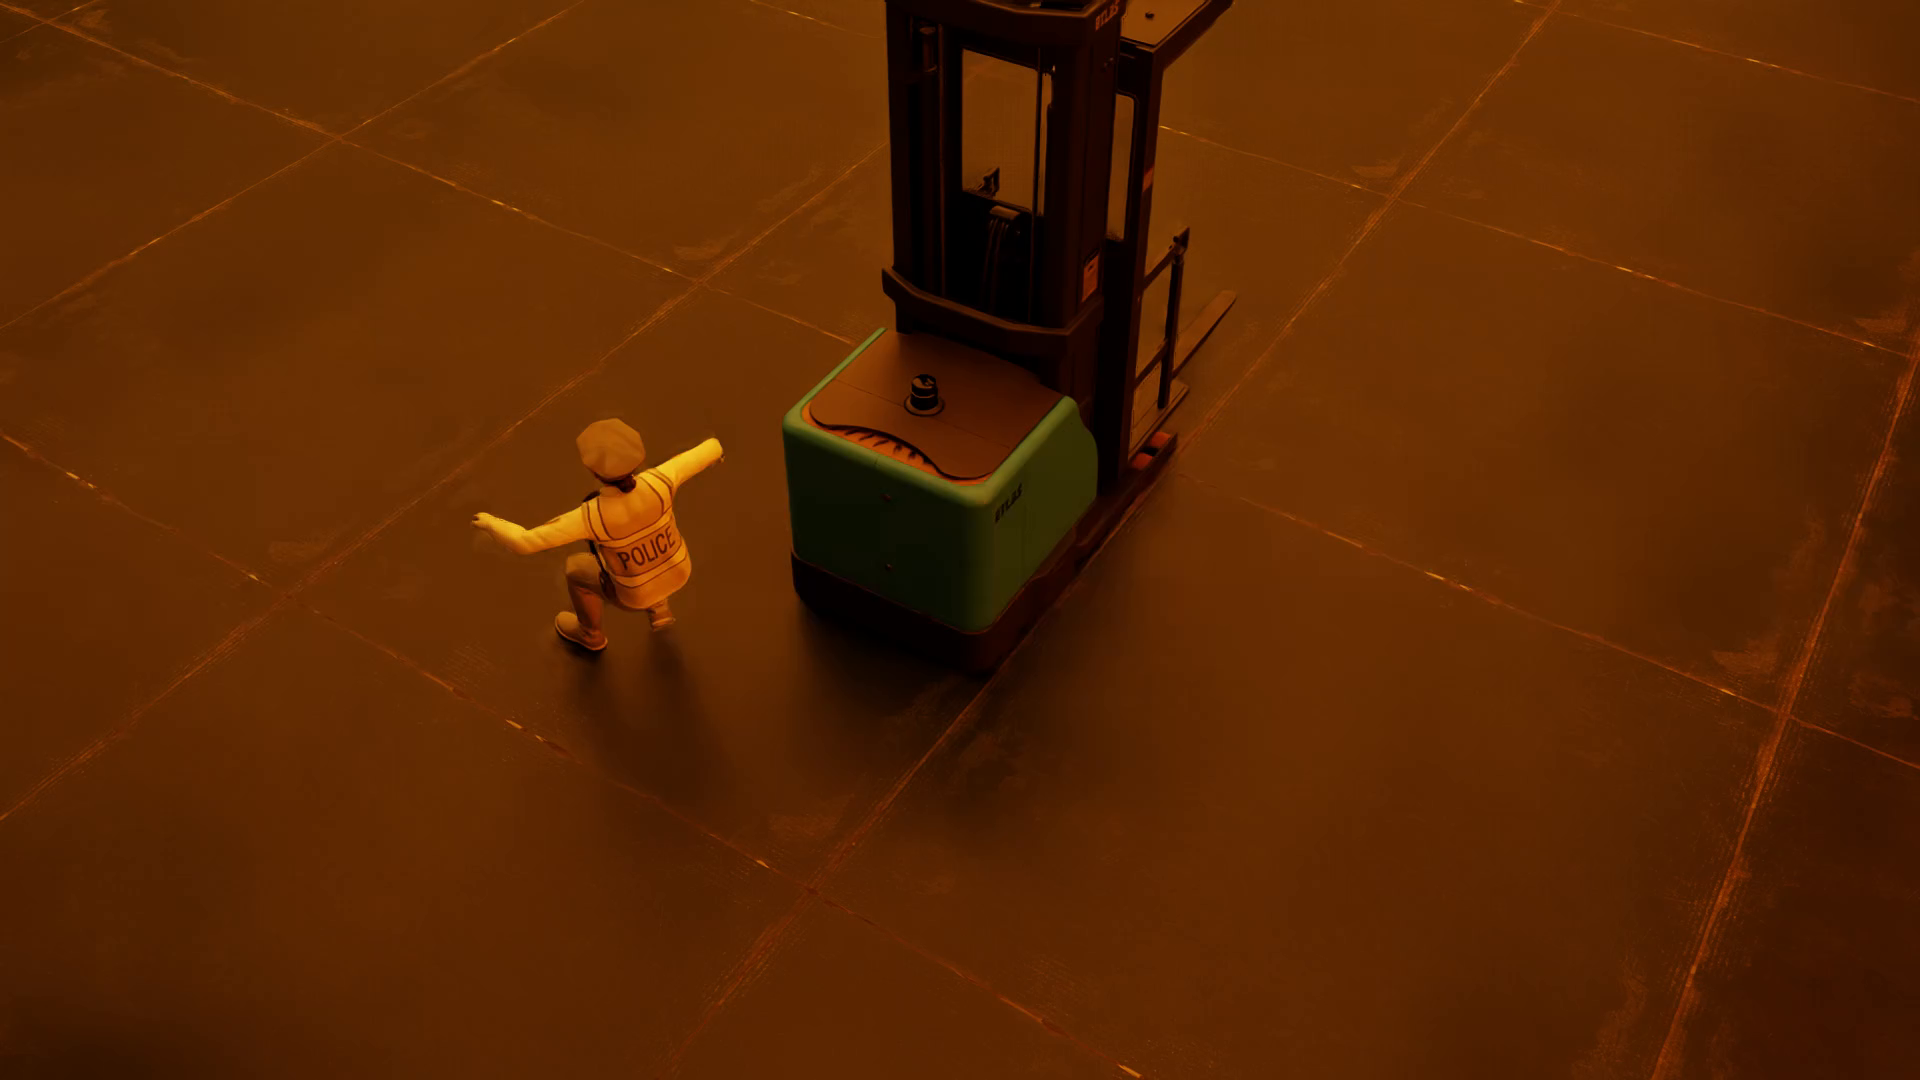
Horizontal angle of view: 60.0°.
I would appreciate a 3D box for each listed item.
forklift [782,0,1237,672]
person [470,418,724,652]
[{"bbox_3d":[0.436,-1.484,7.414,1.130,2.935,3.031,23,48,22],"label":"forklift"},{"bbox_3d":[-1.440,-0.034,6.948,1.041,1.456,0.767,-30,51,-28],"label":"person"}]
